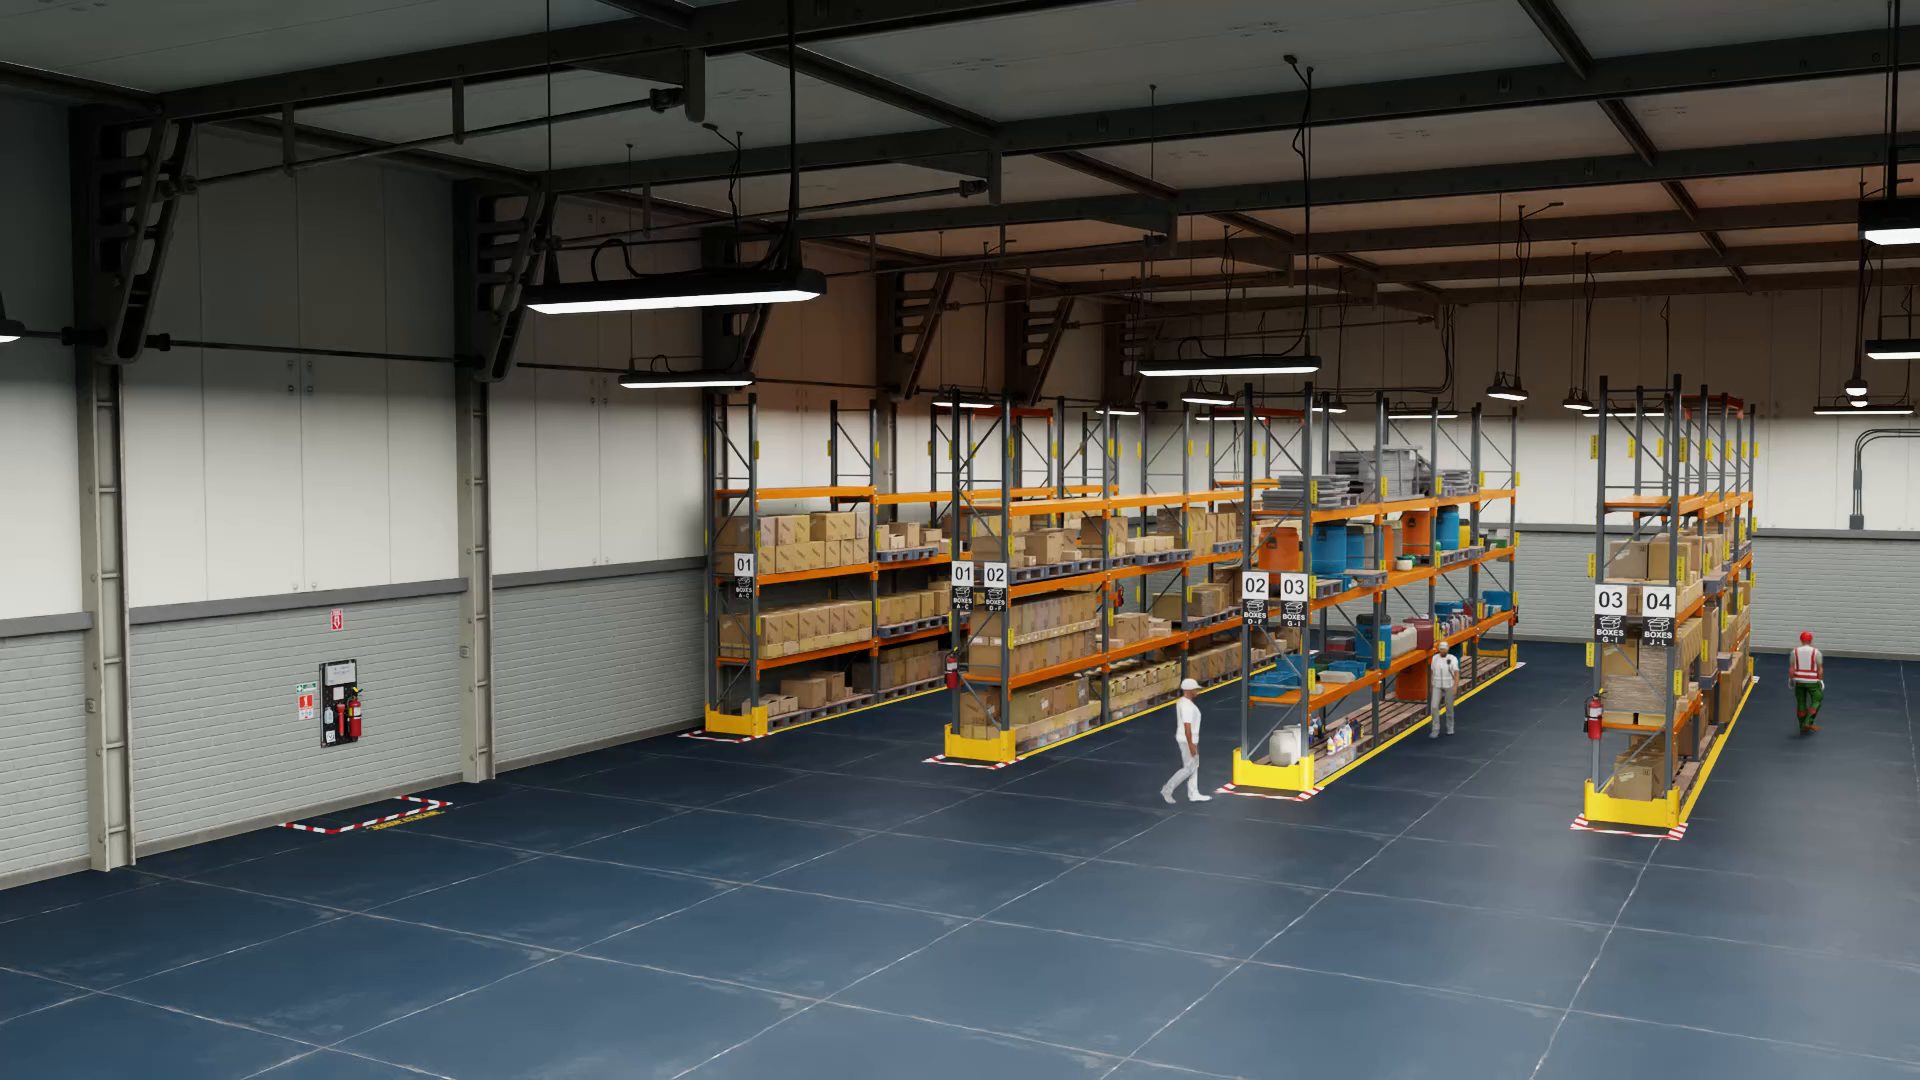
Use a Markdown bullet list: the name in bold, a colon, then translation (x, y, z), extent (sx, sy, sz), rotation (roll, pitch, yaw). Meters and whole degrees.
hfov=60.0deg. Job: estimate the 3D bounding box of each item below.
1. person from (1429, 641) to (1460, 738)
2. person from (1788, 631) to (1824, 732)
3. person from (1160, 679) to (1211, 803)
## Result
- **person**: translation (8.482, 2.606, 29.159), extent (0.534, 1.685, 0.652), rotation (2, 3, 28)
- **person**: translation (15.021, 2.520, 29.526), extent (0.574, 1.788, 0.550), rotation (2, 4, 38)
- **person**: translation (3.206, 2.852, 23.594), extent (0.735, 1.762, 0.603), rotation (0, 3, 2)
